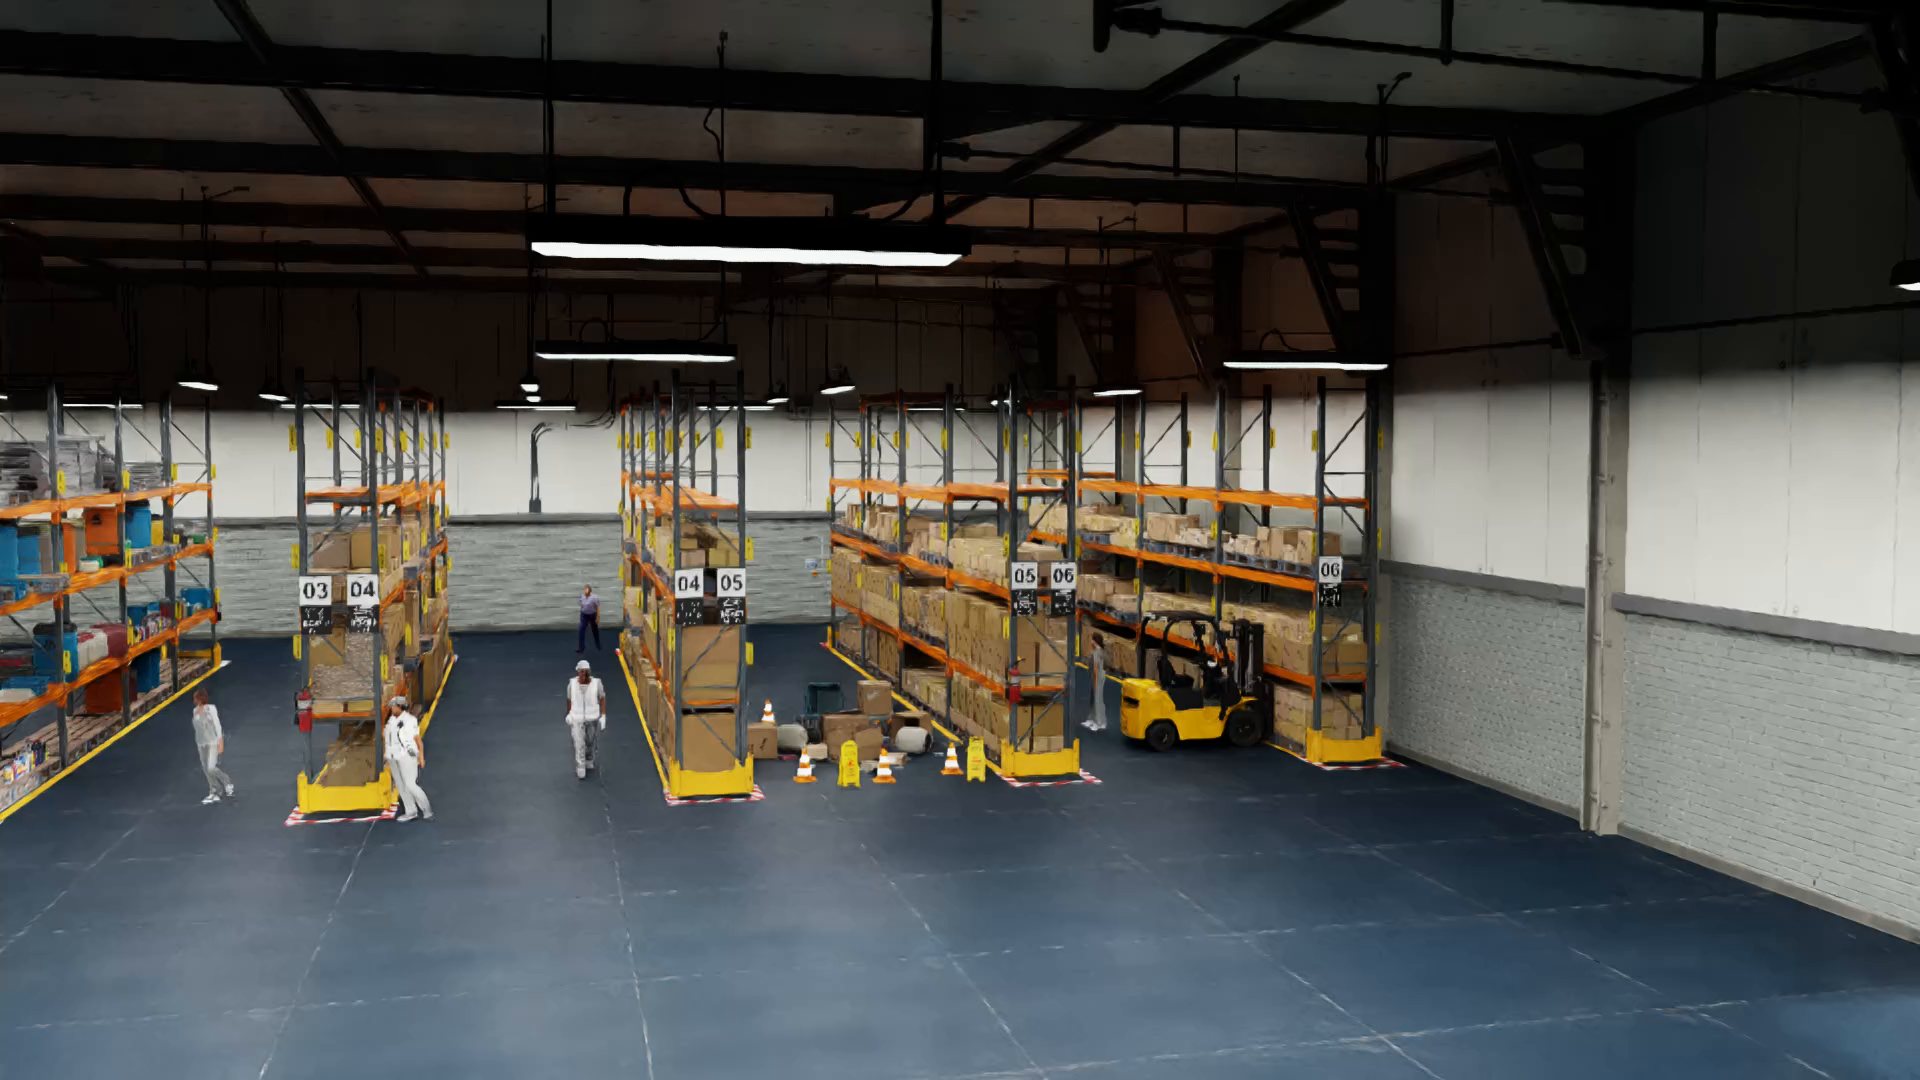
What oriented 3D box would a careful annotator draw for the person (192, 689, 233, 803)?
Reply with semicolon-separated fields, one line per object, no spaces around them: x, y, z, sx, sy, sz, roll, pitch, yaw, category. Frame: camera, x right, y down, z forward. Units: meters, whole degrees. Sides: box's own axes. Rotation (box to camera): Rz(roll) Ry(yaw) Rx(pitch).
-10.356;2.833;23.041;0.475;1.590;0.476;2;4;26;person

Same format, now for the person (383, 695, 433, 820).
-7.273;2.870;21.919;0.627;1.650;0.468;2;4;29;person

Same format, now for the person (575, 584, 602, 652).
-8.800;1.848;39.564;0.487;1.591;0.923;0;3;5;person

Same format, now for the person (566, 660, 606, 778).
-5.596;2.651;24.890;0.579;1.732;1.042;-1;4;-15;person

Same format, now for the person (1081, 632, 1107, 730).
2.329;2.431;28.846;0.481;1.674;0.486;1;4;15;person
